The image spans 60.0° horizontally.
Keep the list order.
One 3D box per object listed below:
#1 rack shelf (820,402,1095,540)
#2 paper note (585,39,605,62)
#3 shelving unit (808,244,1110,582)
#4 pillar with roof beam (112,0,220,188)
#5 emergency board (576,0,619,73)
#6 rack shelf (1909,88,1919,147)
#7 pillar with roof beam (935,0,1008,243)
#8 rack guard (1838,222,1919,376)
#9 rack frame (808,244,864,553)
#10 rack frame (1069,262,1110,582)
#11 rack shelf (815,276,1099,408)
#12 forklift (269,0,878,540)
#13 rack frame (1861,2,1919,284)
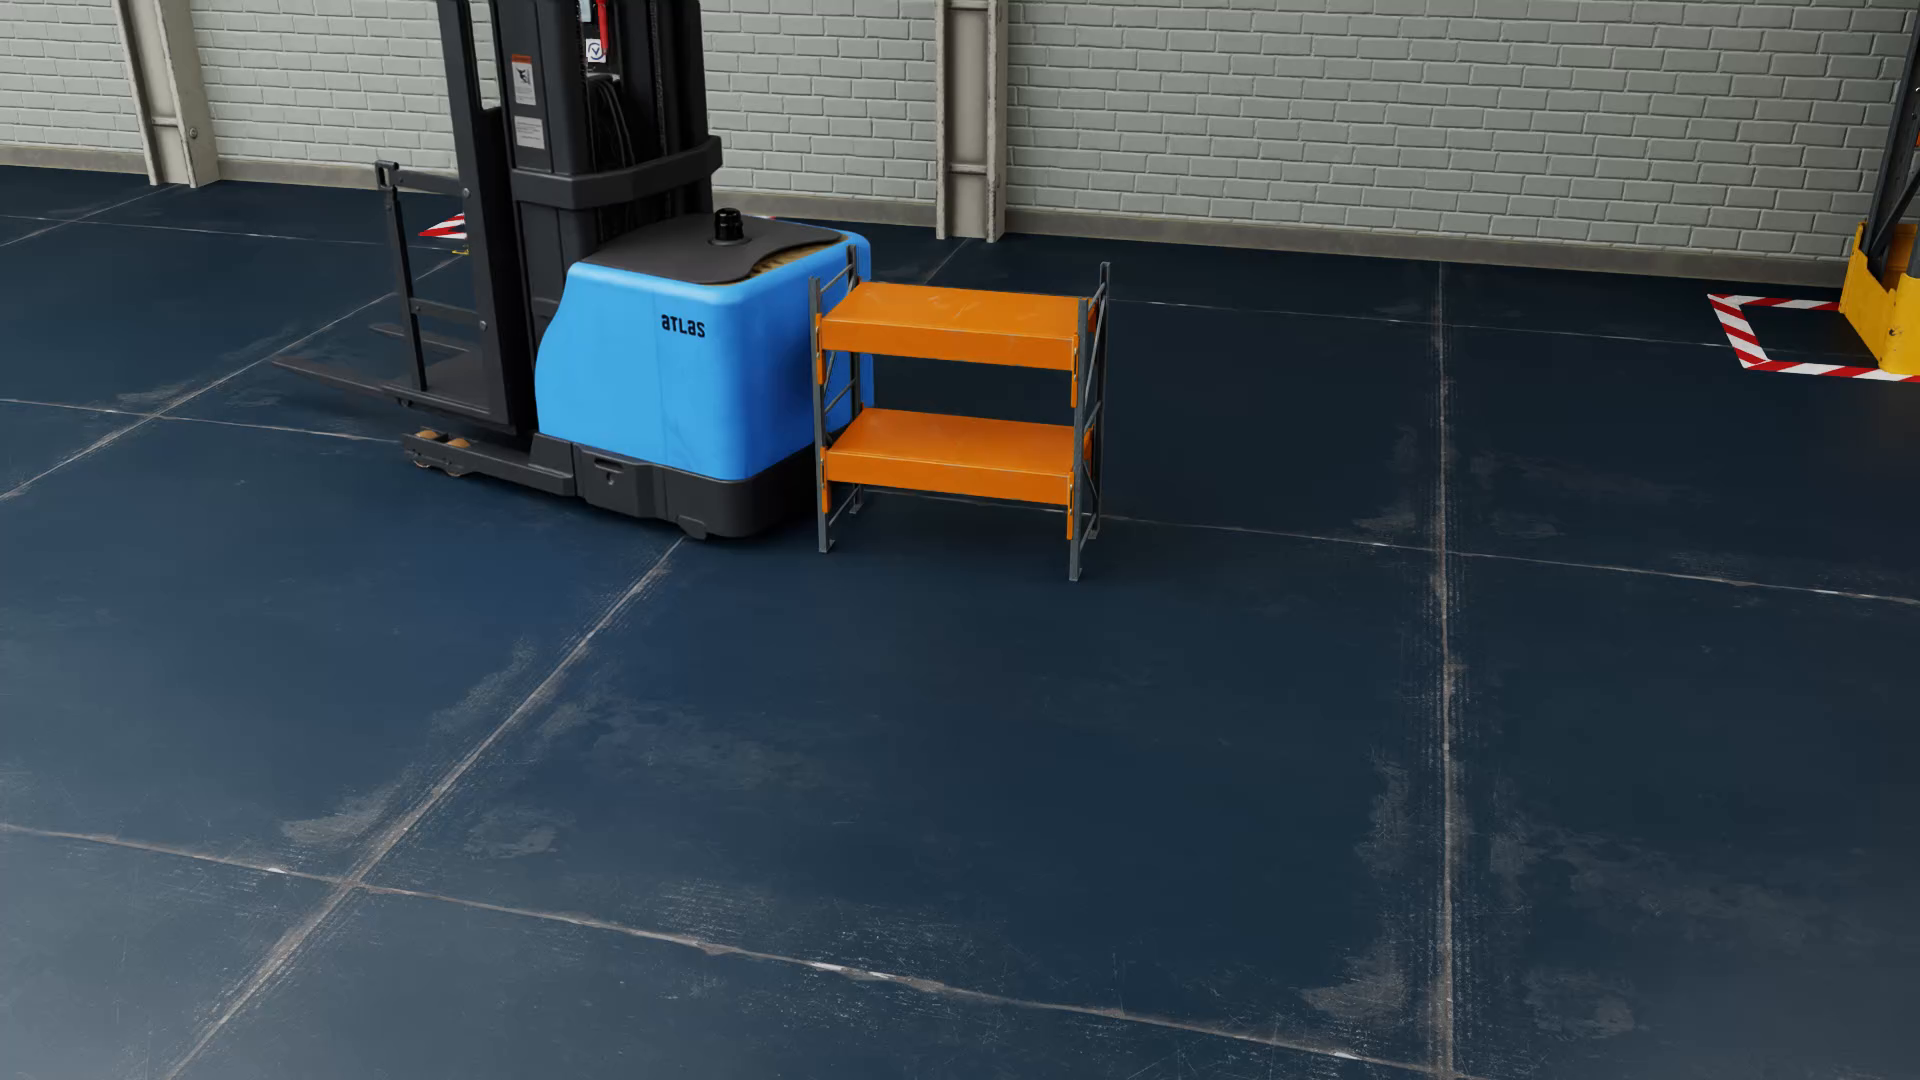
[{"bbox_3d":[0.007,-0.286,6.612,1.000,0.278,0.538,6,26,13],"label":"rack shelf"},{"bbox_3d":[-2.465,-3.303,11.223,0.142,0.148,0.016,6,26,13],"label":"paper note"},{"bbox_3d":[0.007,-0.507,6.507,1.048,1.125,0.538,6,26,13],"label":"shelving unit"},{"bbox_3d":[-6.810,-4.931,6.639,0.400,9.000,9.100,6,26,13],"label":"pillar with roof beam"},{"bbox_3d":[-2.311,-3.653,10.933,0.643,1.169,0.194,6,26,13],"label":"emergency board"},{"bbox_3d":[6.928,-1.906,8.101,4.000,0.370,1.077,6,26,13],"label":"rack shelf"},{"bbox_3d":[-0.999,-4.289,5.290,0.400,9.000,9.100,6,26,13],"label":"pillar with roof beam"},{"bbox_3d":[5.064,-1.308,8.916,0.348,0.500,1.175,6,26,13],"label":"rack guard"},{"bbox_3d":[-0.486,-0.562,6.621,0.032,1.125,0.500,6,26,13],"label":"rack frame"},{"bbox_3d":[0.499,-0.453,6.392,0.032,1.125,0.500,6,26,13],"label":"rack frame"},{"bbox_3d":[0.007,-0.771,6.381,1.000,0.278,0.538,6,26,13],"label":"rack shelf"},{"bbox_3d":[-1.886,-1.780,7.079,3.031,2.935,1.130,15,29,28],"label":"forklift"},{"bbox_3d":[4.991,-2.445,8.396,0.127,3.000,1.000,6,26,13],"label":"rack frame"}]
